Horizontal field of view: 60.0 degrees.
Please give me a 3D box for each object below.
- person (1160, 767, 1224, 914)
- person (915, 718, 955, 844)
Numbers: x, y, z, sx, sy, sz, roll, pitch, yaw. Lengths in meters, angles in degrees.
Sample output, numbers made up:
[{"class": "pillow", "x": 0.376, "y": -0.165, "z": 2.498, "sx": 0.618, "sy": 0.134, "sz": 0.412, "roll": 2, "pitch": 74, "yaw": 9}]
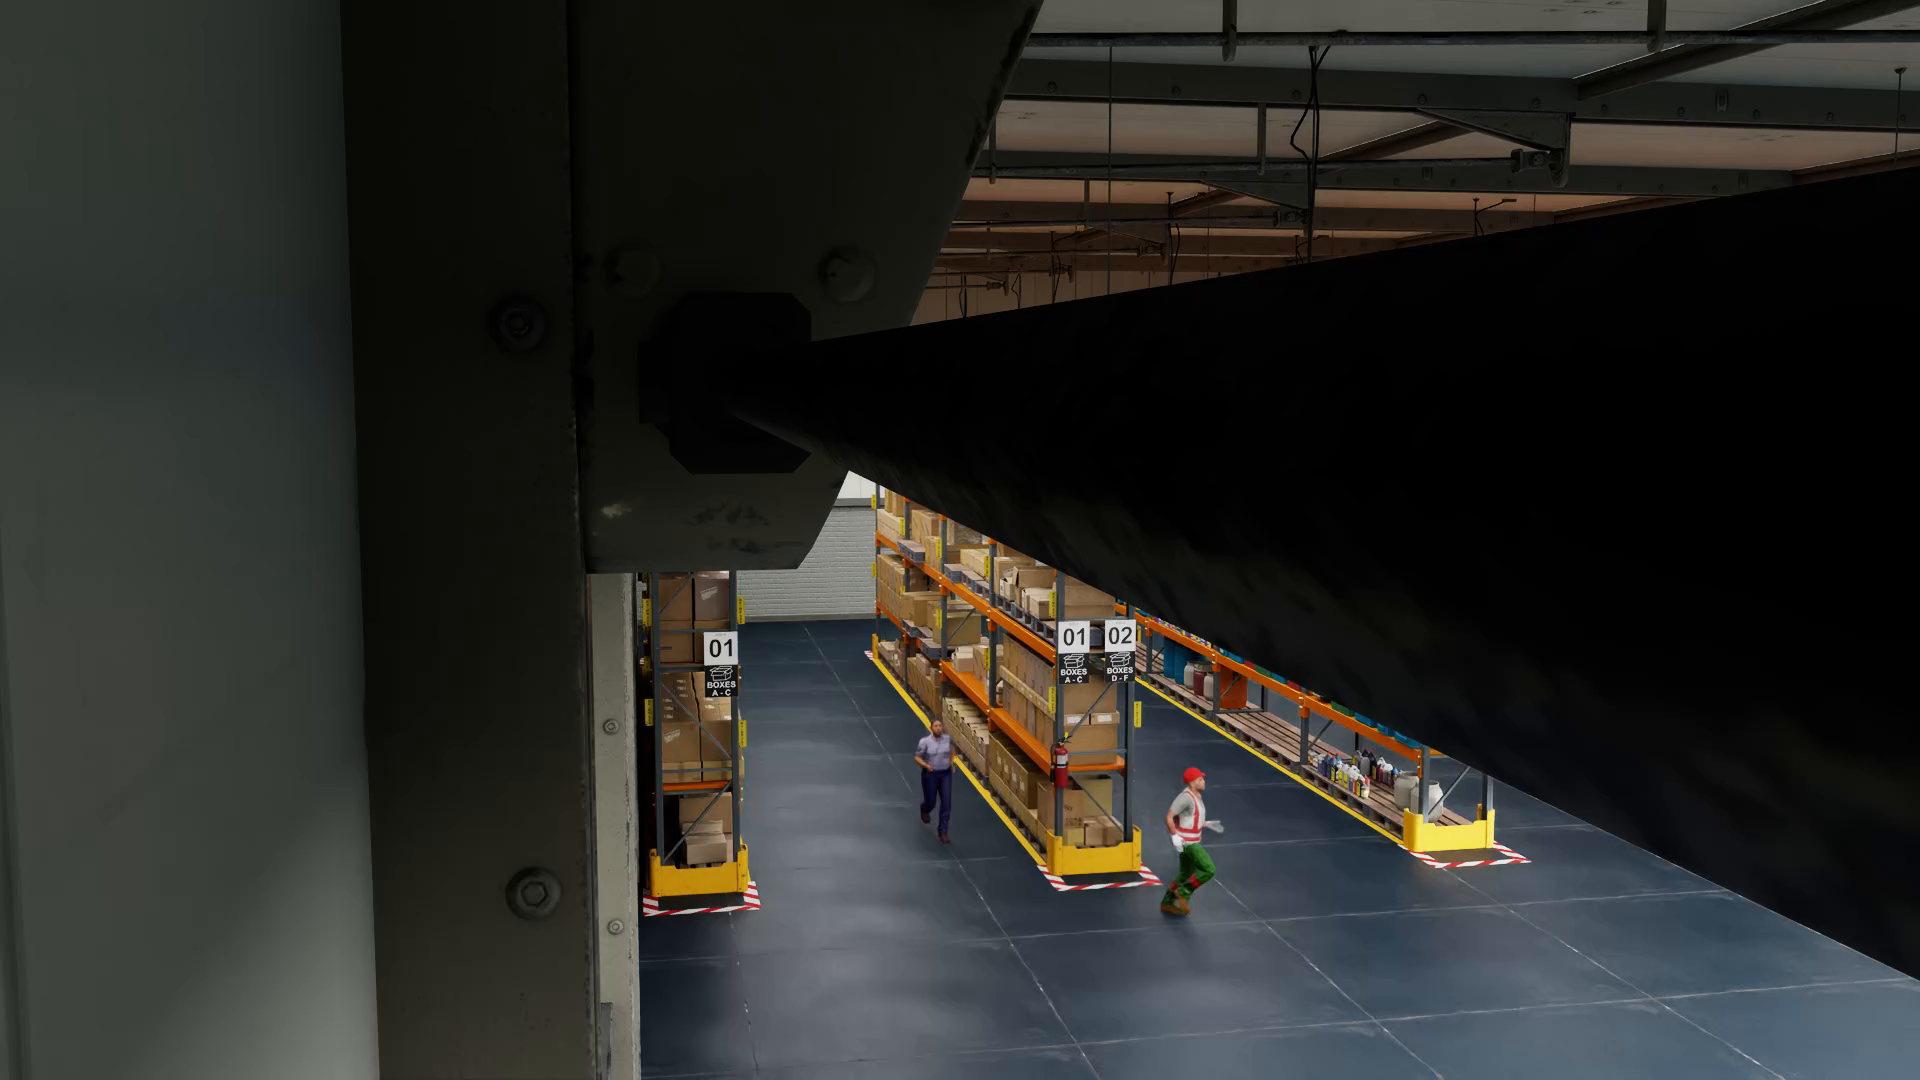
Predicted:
[{"class": "person", "x": 2.689, "y": 3.482, "z": 19.263, "sx": 0.720, "sy": 1.717, "sz": 0.589, "roll": 2, "pitch": 6, "yaw": 16}, {"class": "person", "x": -0.317, "y": 3.216, "z": 22.529, "sx": 0.607, "sy": 1.640, "sz": 0.849, "roll": -2, "pitch": 6, "yaw": -17}]
